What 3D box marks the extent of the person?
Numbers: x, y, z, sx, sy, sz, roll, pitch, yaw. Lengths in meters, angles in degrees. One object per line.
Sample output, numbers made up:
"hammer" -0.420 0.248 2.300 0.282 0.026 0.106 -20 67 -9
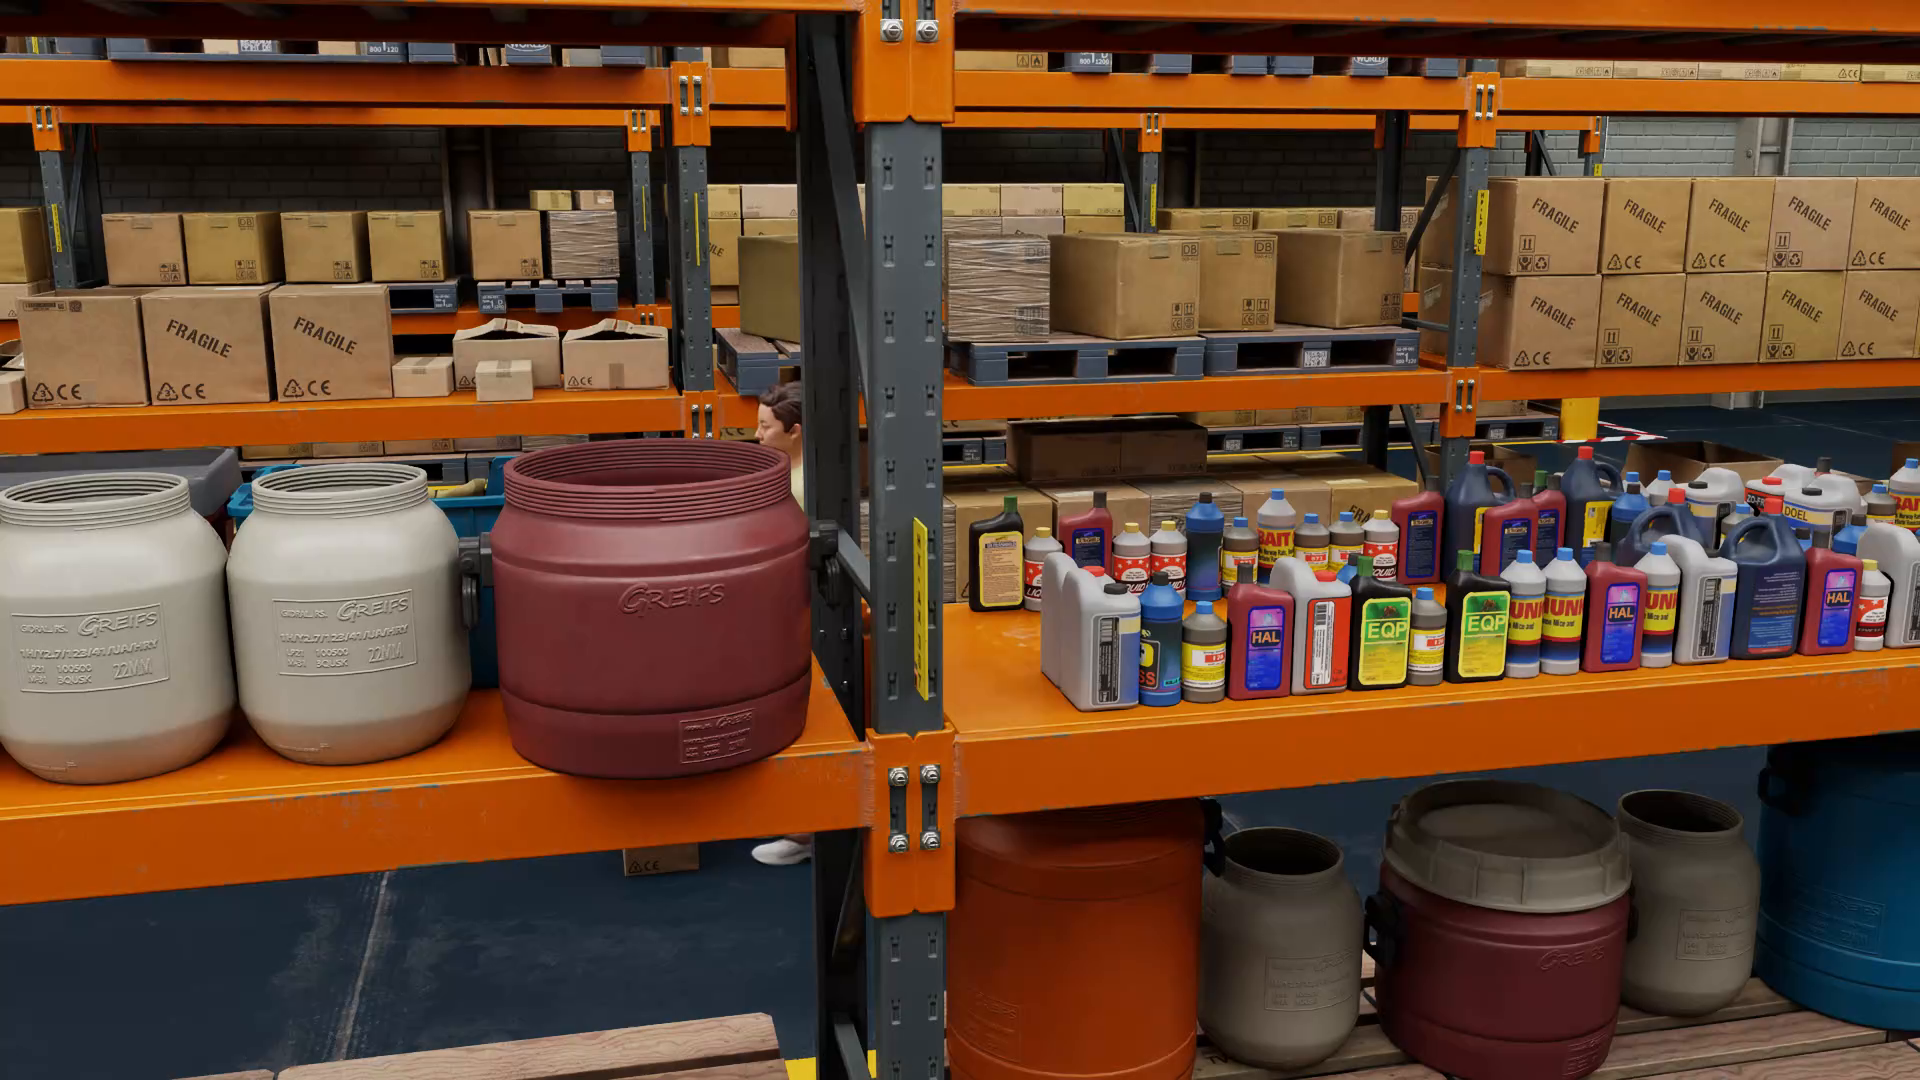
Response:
"person" -0.577 0.284 5.752 0.362 1.672 0.442 -3 13 -12
